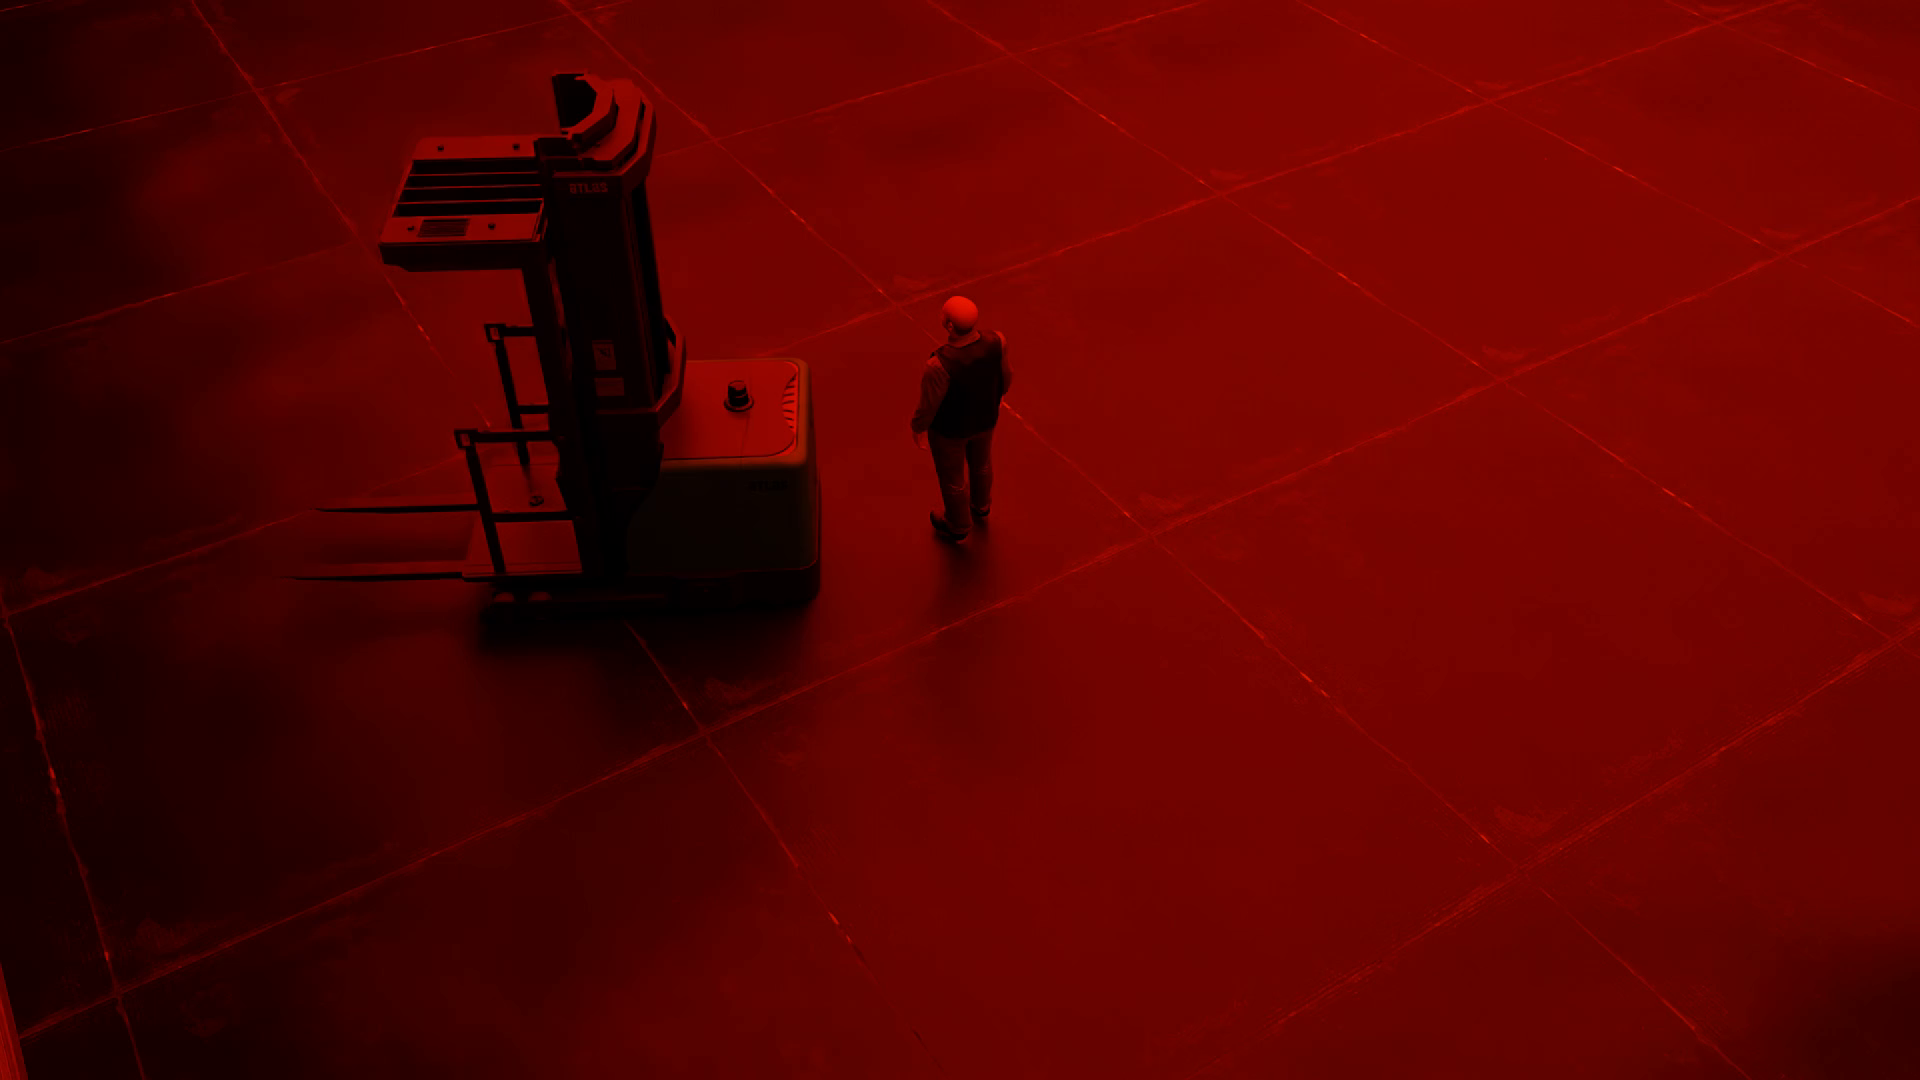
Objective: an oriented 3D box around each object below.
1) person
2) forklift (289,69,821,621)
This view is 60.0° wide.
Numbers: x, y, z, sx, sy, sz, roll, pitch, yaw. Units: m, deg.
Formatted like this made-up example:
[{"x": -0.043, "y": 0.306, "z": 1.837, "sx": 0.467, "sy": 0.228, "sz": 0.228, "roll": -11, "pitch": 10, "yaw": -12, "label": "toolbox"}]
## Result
[{"x": -0.027, "y": -0.721, "z": 9.543, "sx": 0.633, "sy": 1.721, "sz": 0.567, "roll": -23, "pitch": 46, "yaw": -24, "label": "person"}, {"x": -2.350, "y": -0.999, "z": 9.014, "sx": 3.031, "sy": 2.935, "sz": 1.130, "roll": -2, "pitch": 41, "yaw": -2, "label": "forklift"}]
